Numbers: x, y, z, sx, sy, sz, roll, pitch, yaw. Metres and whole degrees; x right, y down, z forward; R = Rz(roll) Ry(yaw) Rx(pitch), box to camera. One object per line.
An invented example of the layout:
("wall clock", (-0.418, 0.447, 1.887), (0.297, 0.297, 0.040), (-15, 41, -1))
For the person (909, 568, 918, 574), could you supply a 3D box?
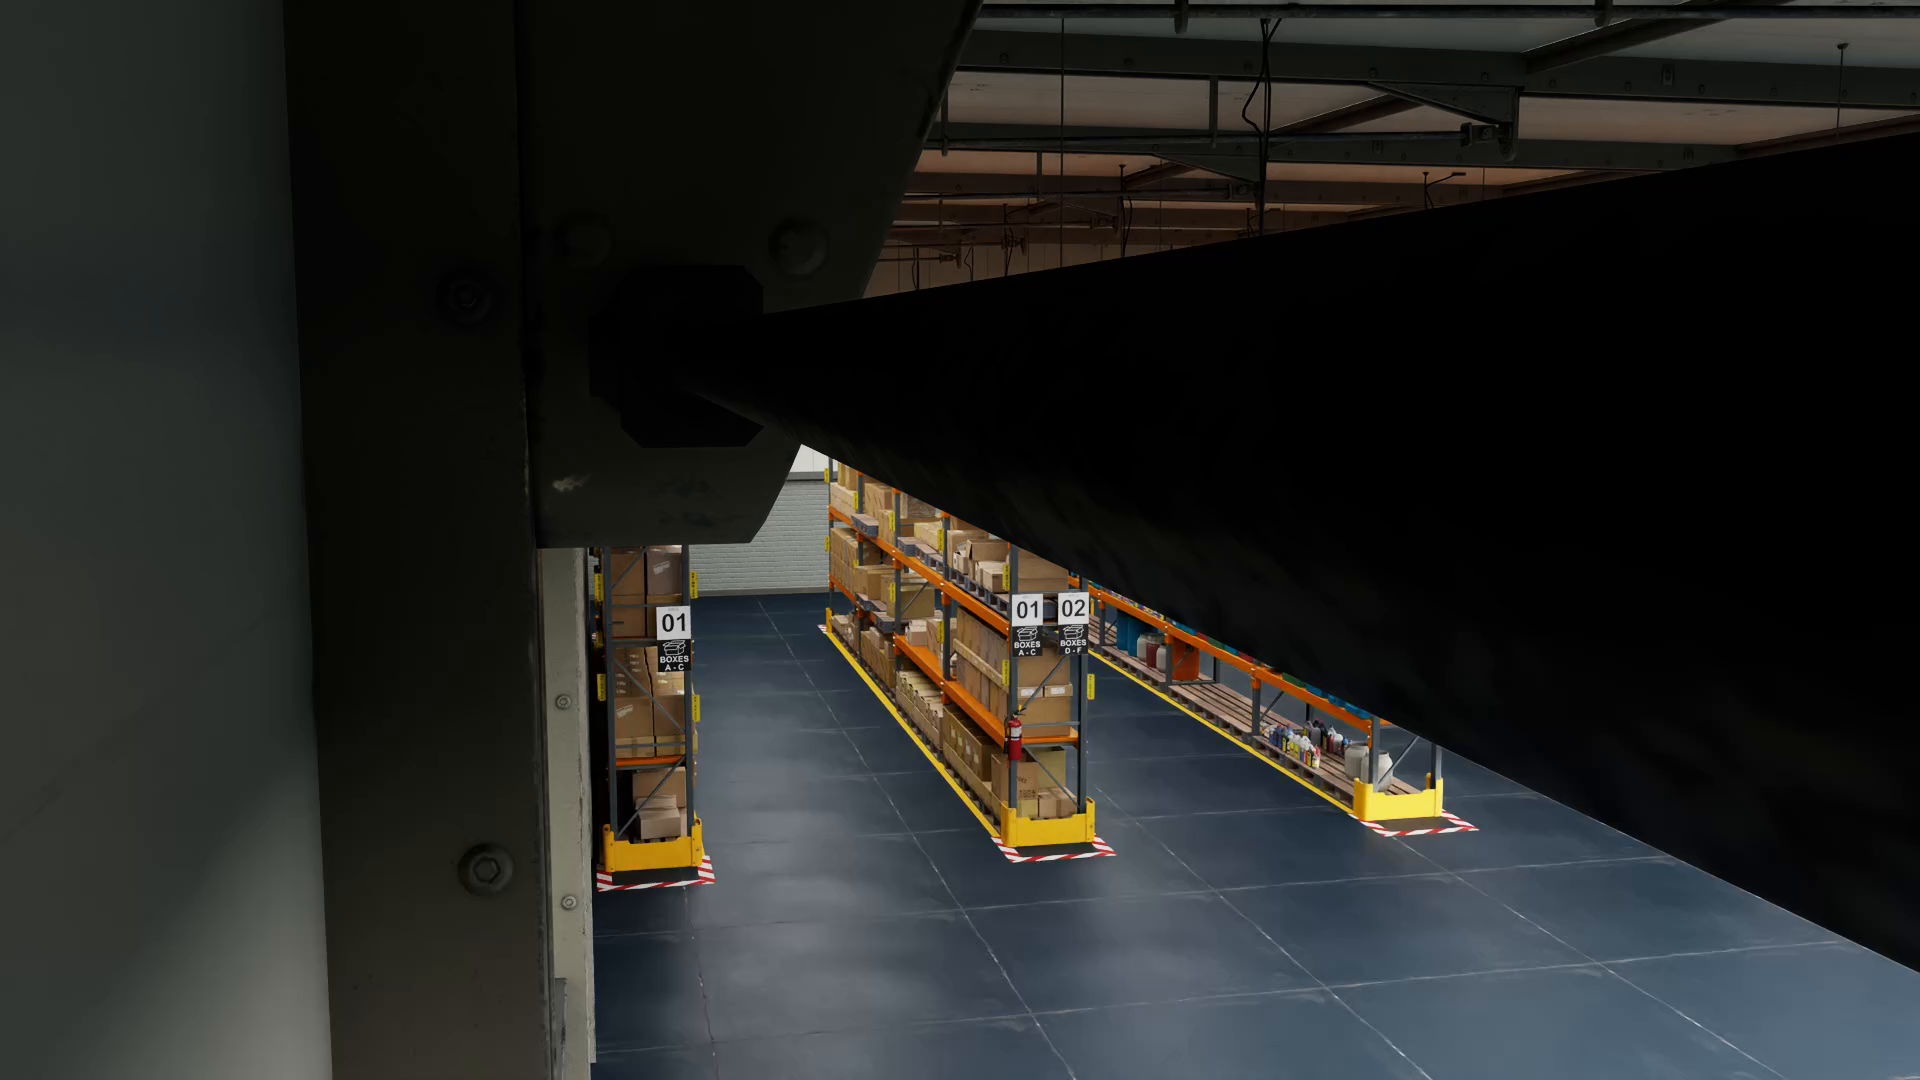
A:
("person", (-0.885, 1.071, 37.437), (0.491, 1.667, 0.595), (5, 8, 34))
